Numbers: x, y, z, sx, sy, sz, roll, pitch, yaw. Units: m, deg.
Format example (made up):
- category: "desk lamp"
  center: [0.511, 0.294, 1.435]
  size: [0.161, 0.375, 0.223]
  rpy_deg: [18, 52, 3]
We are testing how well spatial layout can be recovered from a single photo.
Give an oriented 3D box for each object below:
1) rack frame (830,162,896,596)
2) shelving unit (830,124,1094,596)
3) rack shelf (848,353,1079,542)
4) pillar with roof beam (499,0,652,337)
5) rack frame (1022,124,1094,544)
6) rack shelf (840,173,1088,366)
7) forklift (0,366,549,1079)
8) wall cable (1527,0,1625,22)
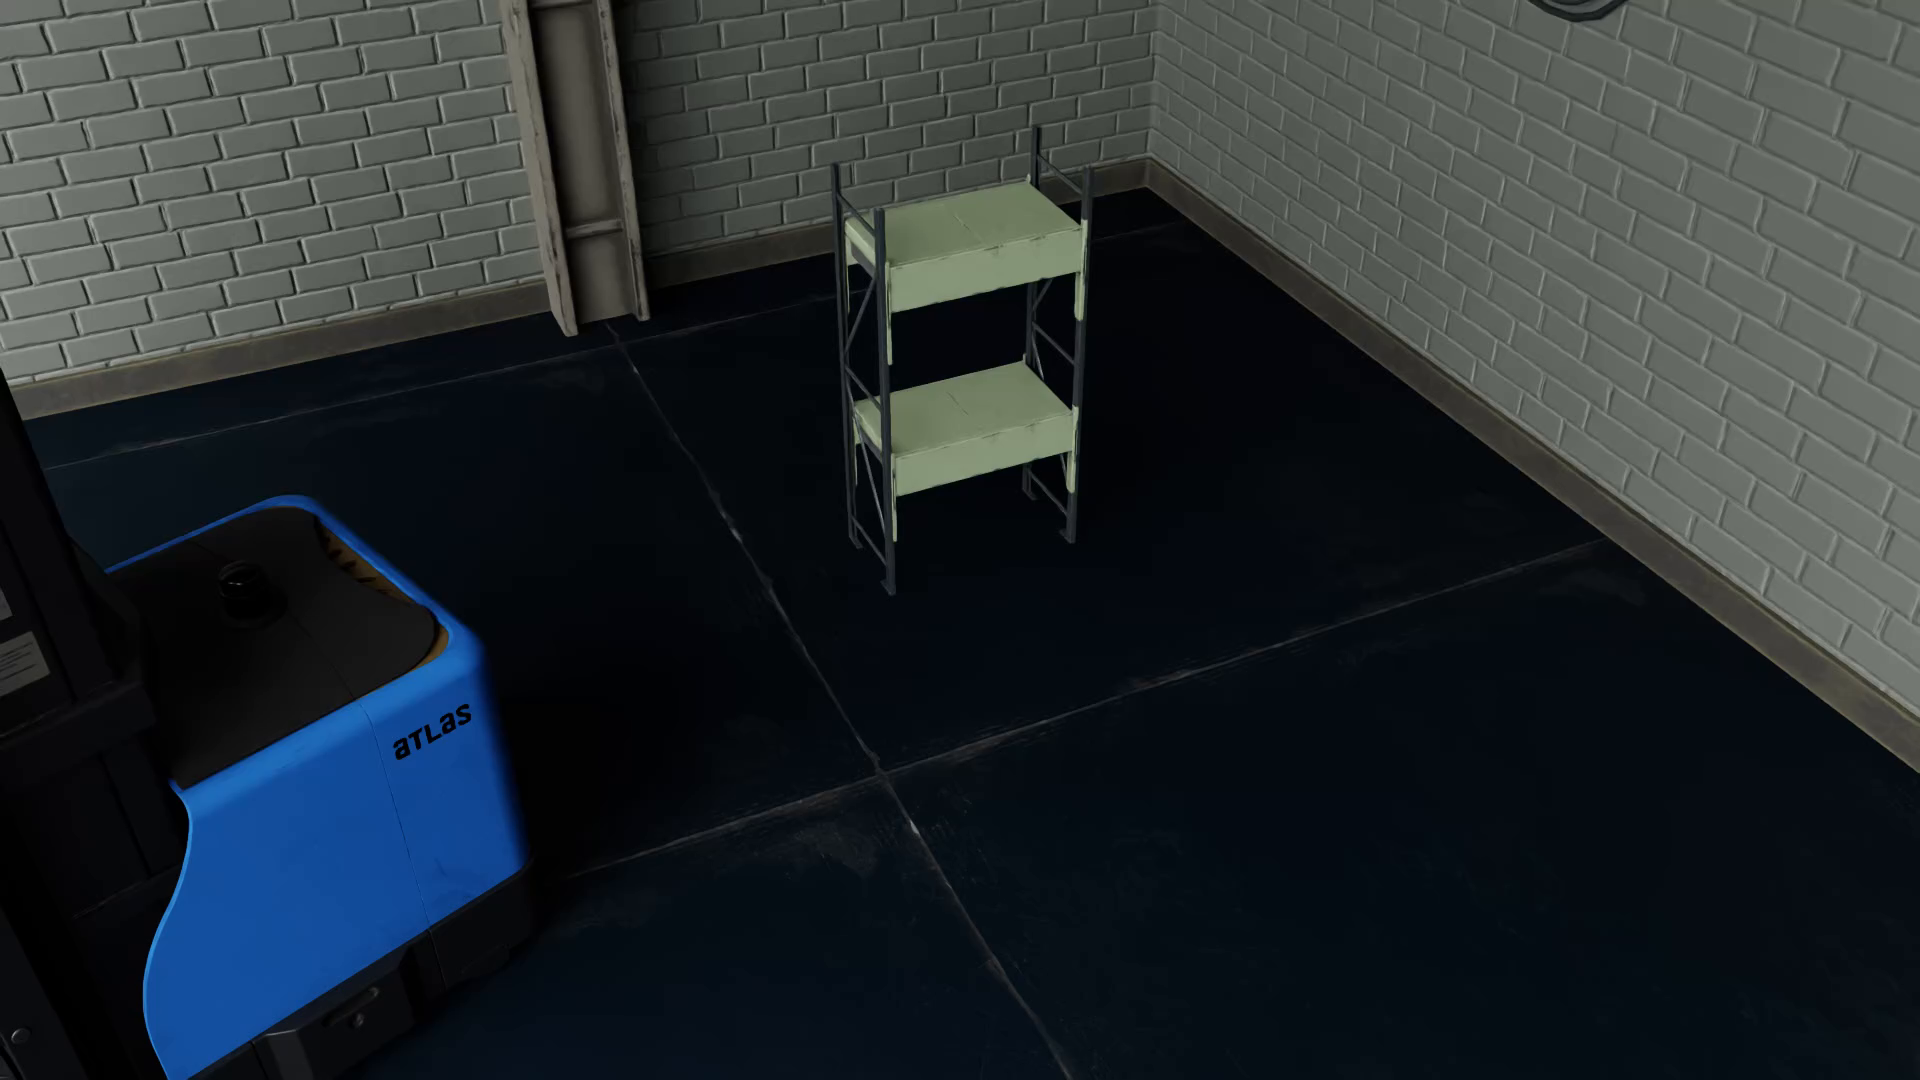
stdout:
- category: "rack frame"
  center: [-0.325, -0.511, 5.681]
  size: [0.023, 1.500, 0.400]
  rpy_deg: [-16, 39, -20]
- category: "shelving unit"
  center: [0.006, -0.604, 5.805]
  size: [0.755, 1.500, 0.431]
  rpy_deg: [-16, 39, -20]
- category: "rack shelf"
  center: [0.006, -0.342, 6.000]
  size: [0.720, 0.370, 0.431]
  rpy_deg: [-16, 39, -20]
- category: "pillar with roof beam"
  center: [0.173, -2.339, 1.849]
  size: [0.400, 9.000, 9.100]
  rpy_deg: [-16, 39, -20]
- category: "rack frame"
  center: [0.337, -0.697, 5.930]
  size: [0.023, 1.500, 0.400]
  rpy_deg: [-16, 39, -20]
- category: "rack shelf"
  center: [0.006, -0.918, 5.573]
  size: [0.720, 0.370, 0.431]
  rpy_deg: [-16, 39, -20]
- category: "forklift"
  center: [-2.558, 0.357, 3.308]
  size: [1.130, 2.935, 3.031]
  rpy_deg: [31, 46, 34]
- category: "wall cable"
  center: [1.572, -3.446, 5.948]
  size: [0.112, 2.526, 3.097]
  rpy_deg: [-16, 39, -20]
